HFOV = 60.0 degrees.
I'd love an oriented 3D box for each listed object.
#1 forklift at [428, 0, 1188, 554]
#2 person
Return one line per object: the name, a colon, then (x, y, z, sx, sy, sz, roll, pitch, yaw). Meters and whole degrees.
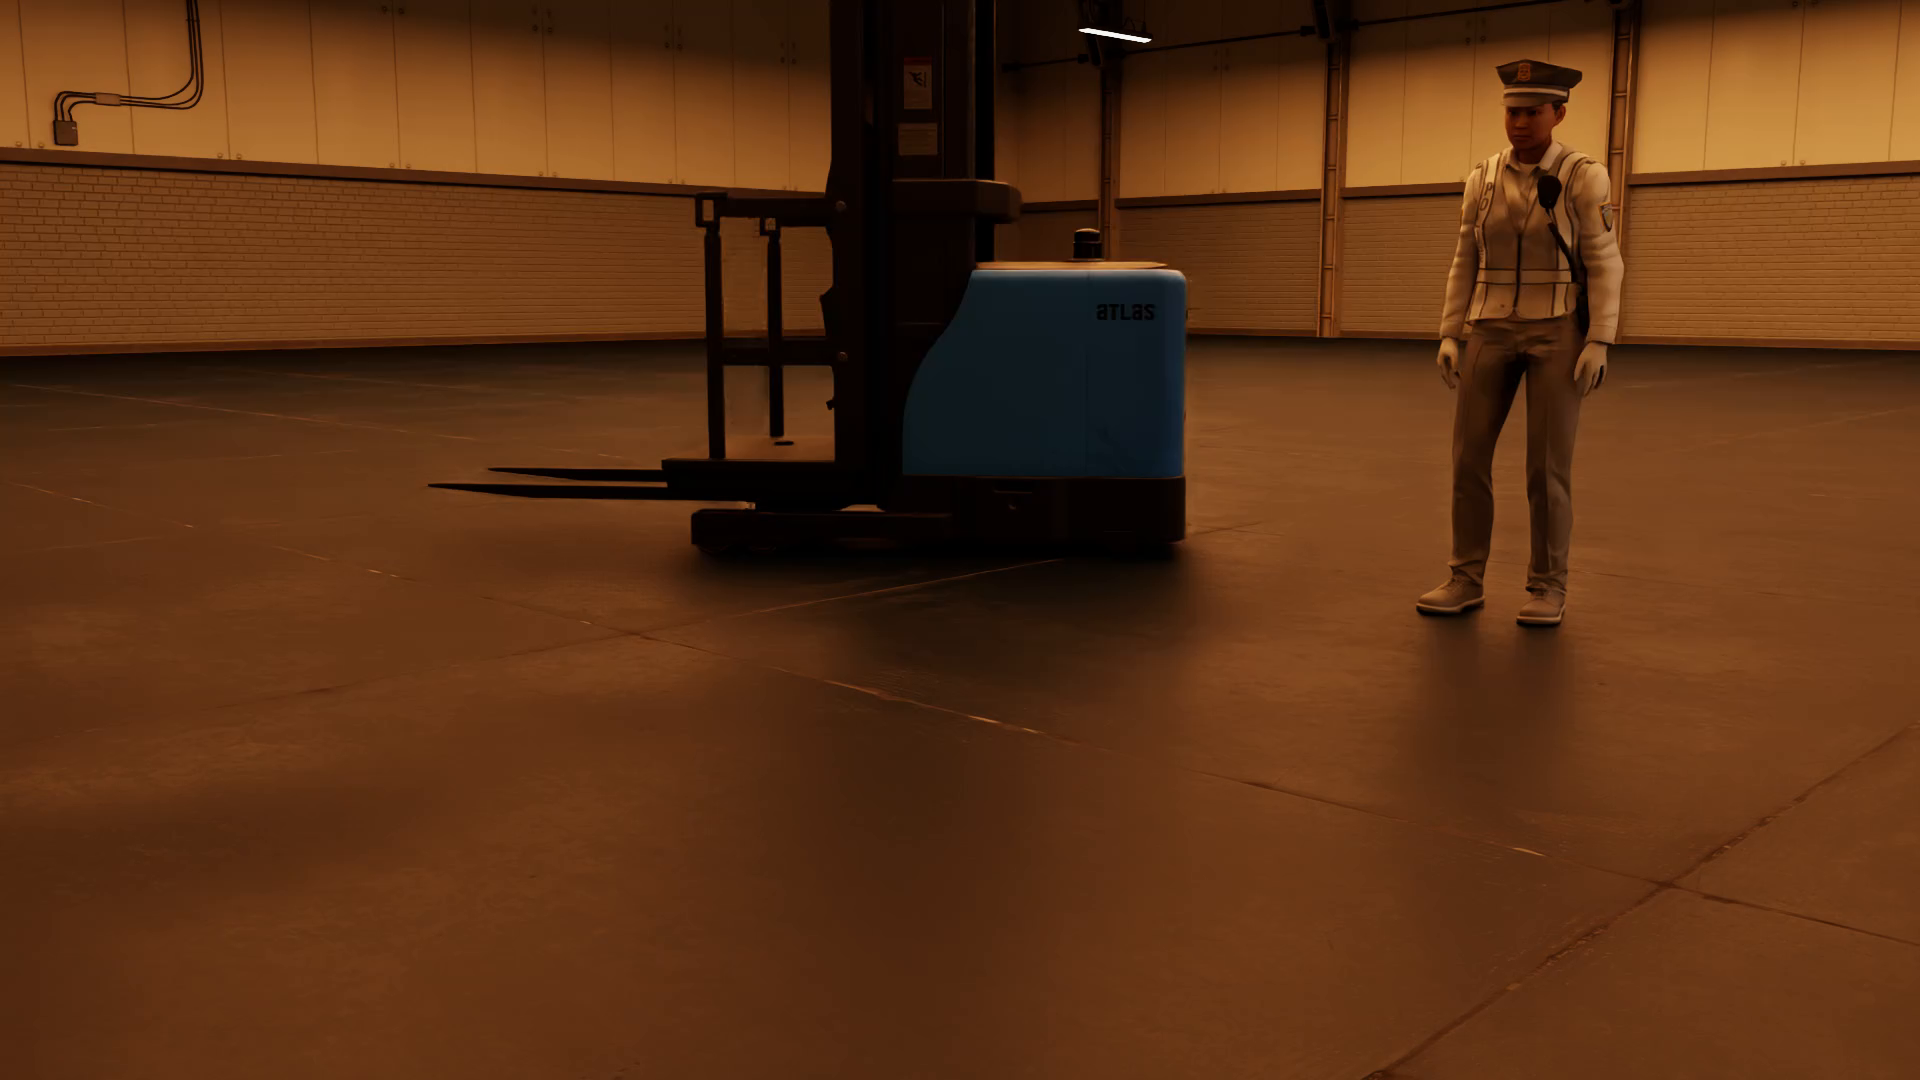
forklift: (-0.604, -1.472, 6.652, 3.031, 2.935, 1.130, 1, 9, 7)
person: (1.716, -0.590, 5.061, 0.536, 1.662, 0.374, 7, 11, 39)
